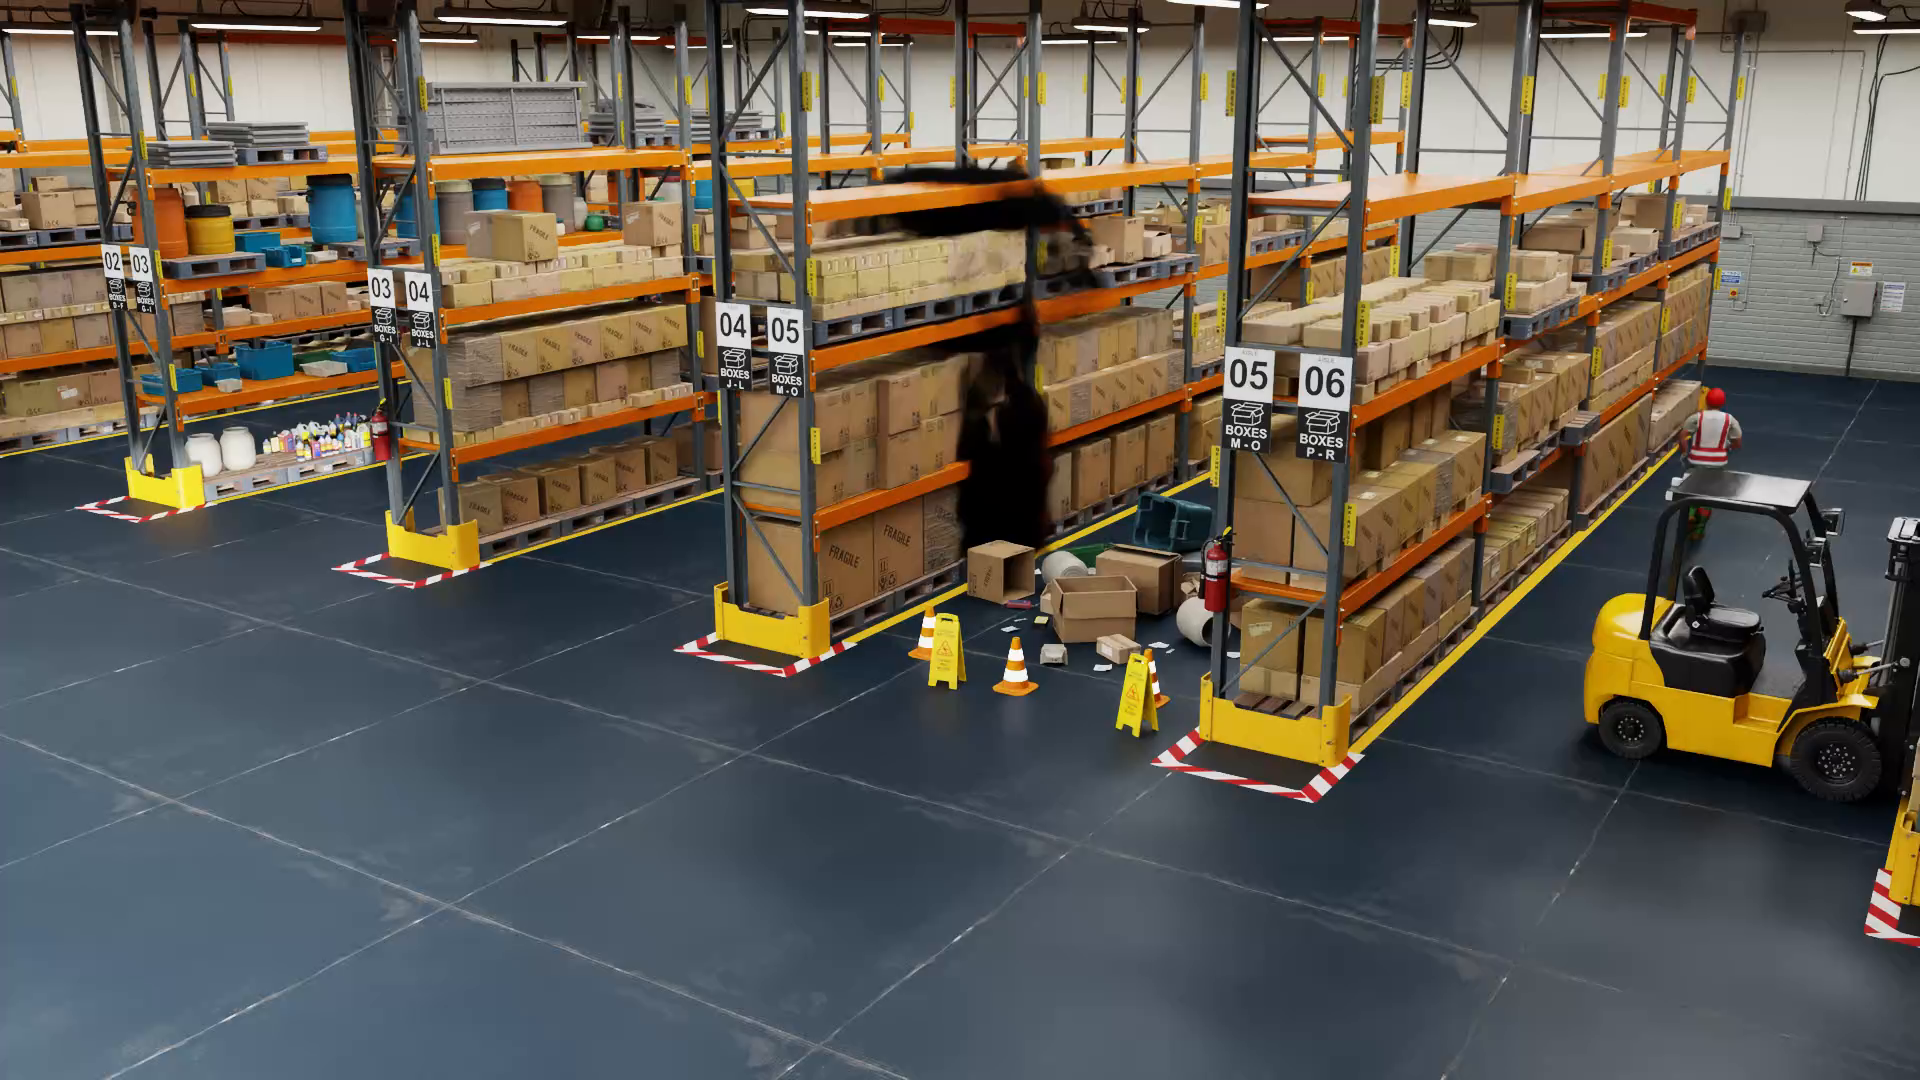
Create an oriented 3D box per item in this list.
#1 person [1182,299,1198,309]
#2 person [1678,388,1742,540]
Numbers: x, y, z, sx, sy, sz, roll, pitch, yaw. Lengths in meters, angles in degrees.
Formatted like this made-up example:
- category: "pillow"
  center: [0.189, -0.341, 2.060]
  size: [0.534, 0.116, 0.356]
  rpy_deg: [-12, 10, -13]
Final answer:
- category: "person"
  center: [3.692, -3.057, 27.015]
  size: [0.672, 1.745, 0.598]
  rpy_deg: [13, 20, 38]
- category: "person"
  center: [8.633, -0.899, 19.164]
  size: [0.643, 1.744, 0.571]
  rpy_deg: [8, 17, 26]
